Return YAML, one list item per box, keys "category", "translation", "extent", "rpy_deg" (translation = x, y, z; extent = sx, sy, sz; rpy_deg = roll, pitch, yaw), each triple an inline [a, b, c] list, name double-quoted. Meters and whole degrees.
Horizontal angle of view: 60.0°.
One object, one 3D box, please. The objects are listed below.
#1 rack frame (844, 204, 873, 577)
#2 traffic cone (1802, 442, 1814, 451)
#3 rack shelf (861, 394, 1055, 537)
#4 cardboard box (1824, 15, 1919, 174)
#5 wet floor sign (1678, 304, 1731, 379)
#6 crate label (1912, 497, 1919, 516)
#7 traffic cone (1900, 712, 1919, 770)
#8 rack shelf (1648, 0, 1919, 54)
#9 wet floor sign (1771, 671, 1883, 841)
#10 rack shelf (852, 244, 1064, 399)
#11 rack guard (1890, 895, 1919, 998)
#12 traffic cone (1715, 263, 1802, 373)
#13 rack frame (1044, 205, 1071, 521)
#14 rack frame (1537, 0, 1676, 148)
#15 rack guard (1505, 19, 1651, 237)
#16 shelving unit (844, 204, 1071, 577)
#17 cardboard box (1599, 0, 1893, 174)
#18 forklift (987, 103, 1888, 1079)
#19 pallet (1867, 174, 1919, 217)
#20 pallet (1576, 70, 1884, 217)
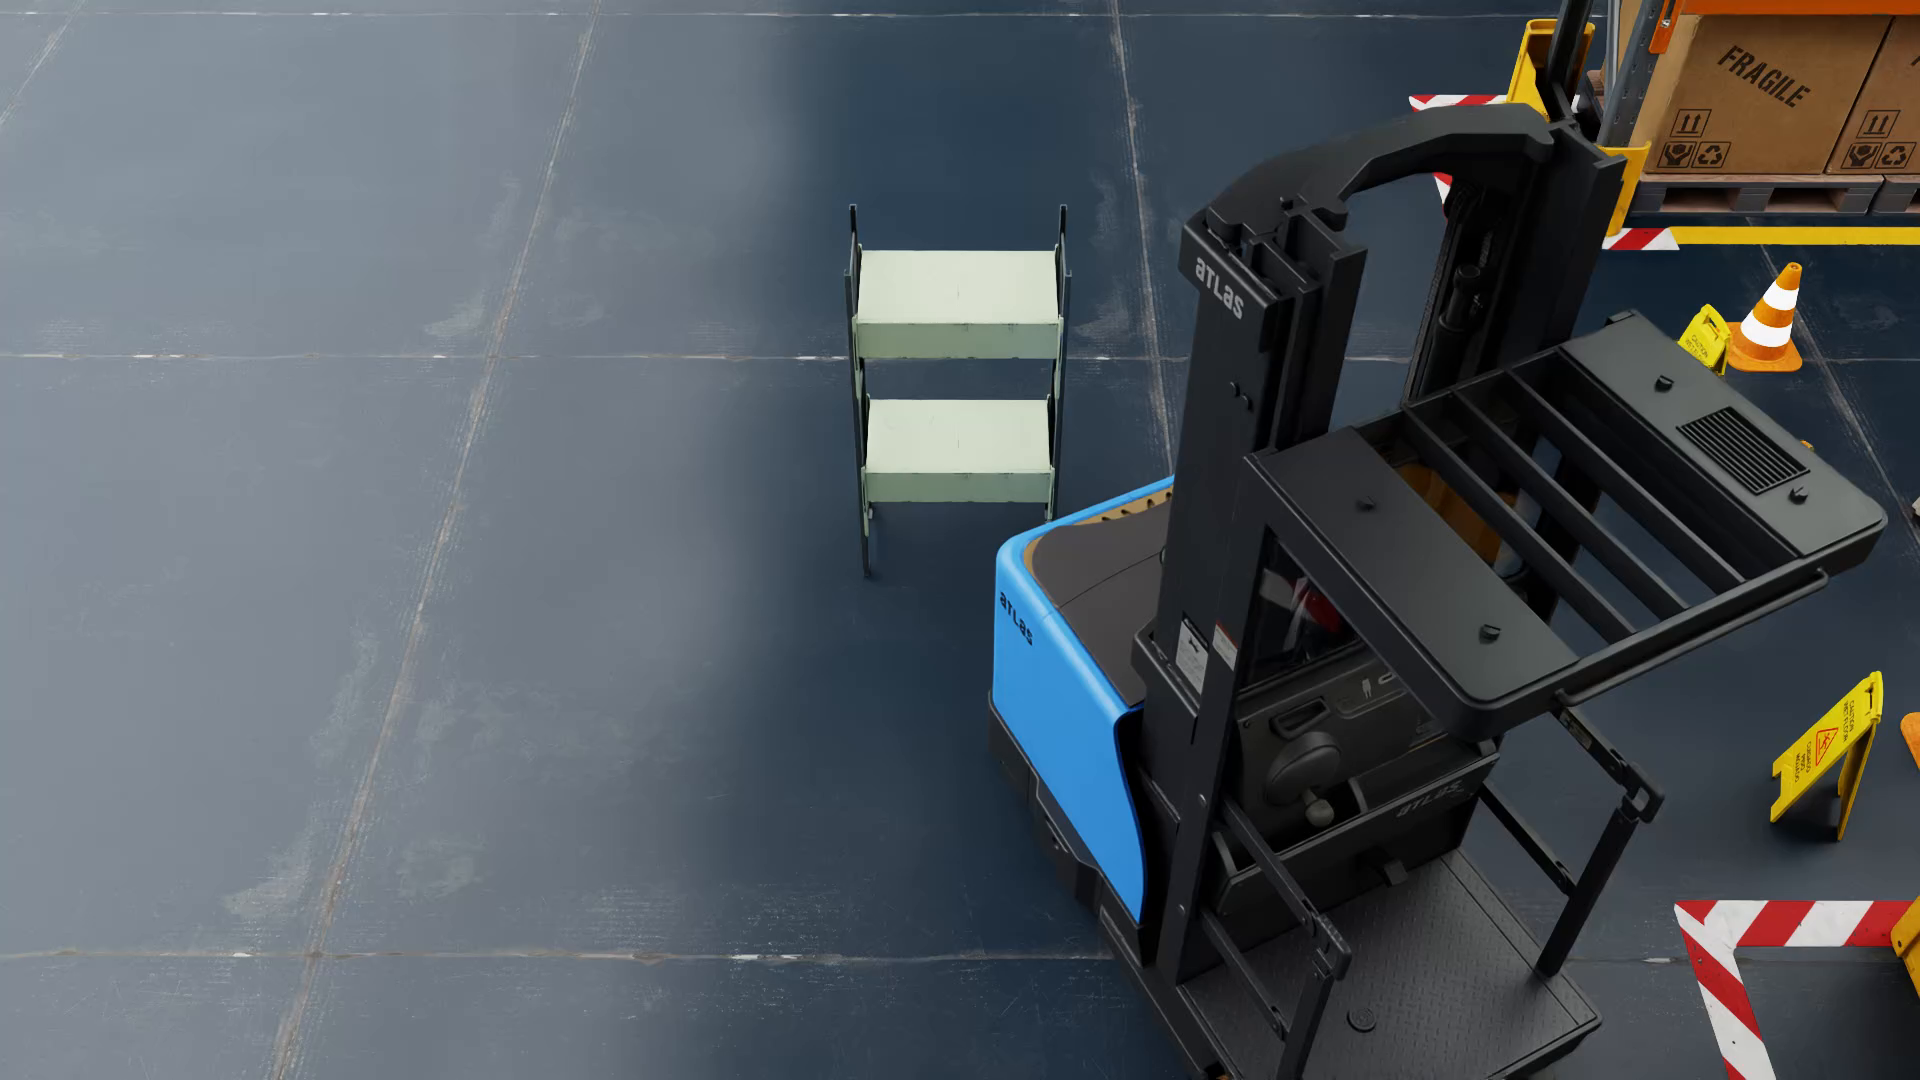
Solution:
- category: "rack frame"
  translation: [-0.373, -0.512, 6.202]
  extent: [0.023, 1.500, 0.400]
  rpy_deg: [0, 47, 0]
- category: "traffic cone"
  translation: [3.281, -0.203, 6.623]
  extent: [0.334, 0.463, 0.336]
  rpy_deg: [0, 47, 0]
- category: "rack shelf"
  translation: [-0.007, -0.289, 6.440]
  extent: [0.720, 0.370, 0.431]
  rpy_deg: [0, 47, 0]
- category: "cardboard box"
  translation: [4.658, -2.400, 8.099]
  extent: [0.875, 0.875, 0.875]
  rpy_deg: [-1, 47, 0]
- category: "wet floor sign"
  translation: [3.063, -0.683, 6.945]
  extent: [0.232, 0.644, 0.267]
  rpy_deg: [-7, 47, -7]
- category: "crate label"
  translation: [4.067, -0.136, 6.783]
  extent: [0.298, 0.136, 0.250]
  rpy_deg: [-23, 51, -20]
- category: "traffic cone"
  translation: [3.617, 0.610, 5.866]
  extent: [0.334, 0.463, 0.336]
  rpy_deg: [0, 47, 0]
- category: "rack shelf"
  translation: [5.099, -2.684, 7.691]
  extent: [4.000, 0.370, 1.077]
  rpy_deg: [0, 47, 0]
- category: "wet floor sign"
  translation: [2.996, 0.707, 5.651]
  extent: [0.232, 0.644, 0.267]
  rpy_deg: [15, 49, 14]
- category: "rack shelf"
  translation: [-0.007, -0.777, 5.915]
  extent: [0.720, 0.370, 0.431]
  rpy_deg: [0, 47, 0]
- category: "rack guard"
  translation: [3.258, 1.541, 4.974]
  extent: [0.348, 0.500, 1.175]
  rpy_deg: [0, 47, 0]
- category: "traffic cone"
  translation: [3.625, -1.030, 7.392]
  extent: [0.334, 0.463, 0.336]
  rpy_deg: [0, 47, 0]
- category: "rack frame"
  translation: [0.359, -0.510, 6.200]
  extent: [0.023, 1.500, 0.400]
  rpy_deg: [0, 47, 0]
- category: "rack frame"
  translation: [3.099, -2.935, 7.432]
  extent: [0.127, 3.000, 1.000]
  rpy_deg: [0, 47, 0]
- category: "rack guard"
  translation: [3.075, -2.083, 8.347]
  extent: [0.348, 0.500, 1.175]
  rpy_deg: [0, 47, 0]
- category: "shelving unit"
  translation: [-0.007, -0.511, 6.201]
  extent: [0.755, 1.500, 0.431]
  rpy_deg: [0, 47, 0]
- category: "cardboard box"
  translation: [3.778, -2.400, 8.100]
  extent: [0.875, 0.875, 0.875]
  rpy_deg: [0, 47, 0]
- category: "forklift"
  translation: [1.221, 0.540, 4.245]
  extent: [1.130, 2.935, 3.031]
  rpy_deg: [-21, 50, -18]
- category: "pallet"
  translation: [5.116, -2.034, 8.499]
  extent: [1.213, 0.211, 1.003]
  rpy_deg: [0, 47, 0]
- category: "pallet"
  translation: [3.899, -2.040, 8.504]
  extent: [1.213, 0.211, 1.003]
  rpy_deg: [0, 47, 0]
